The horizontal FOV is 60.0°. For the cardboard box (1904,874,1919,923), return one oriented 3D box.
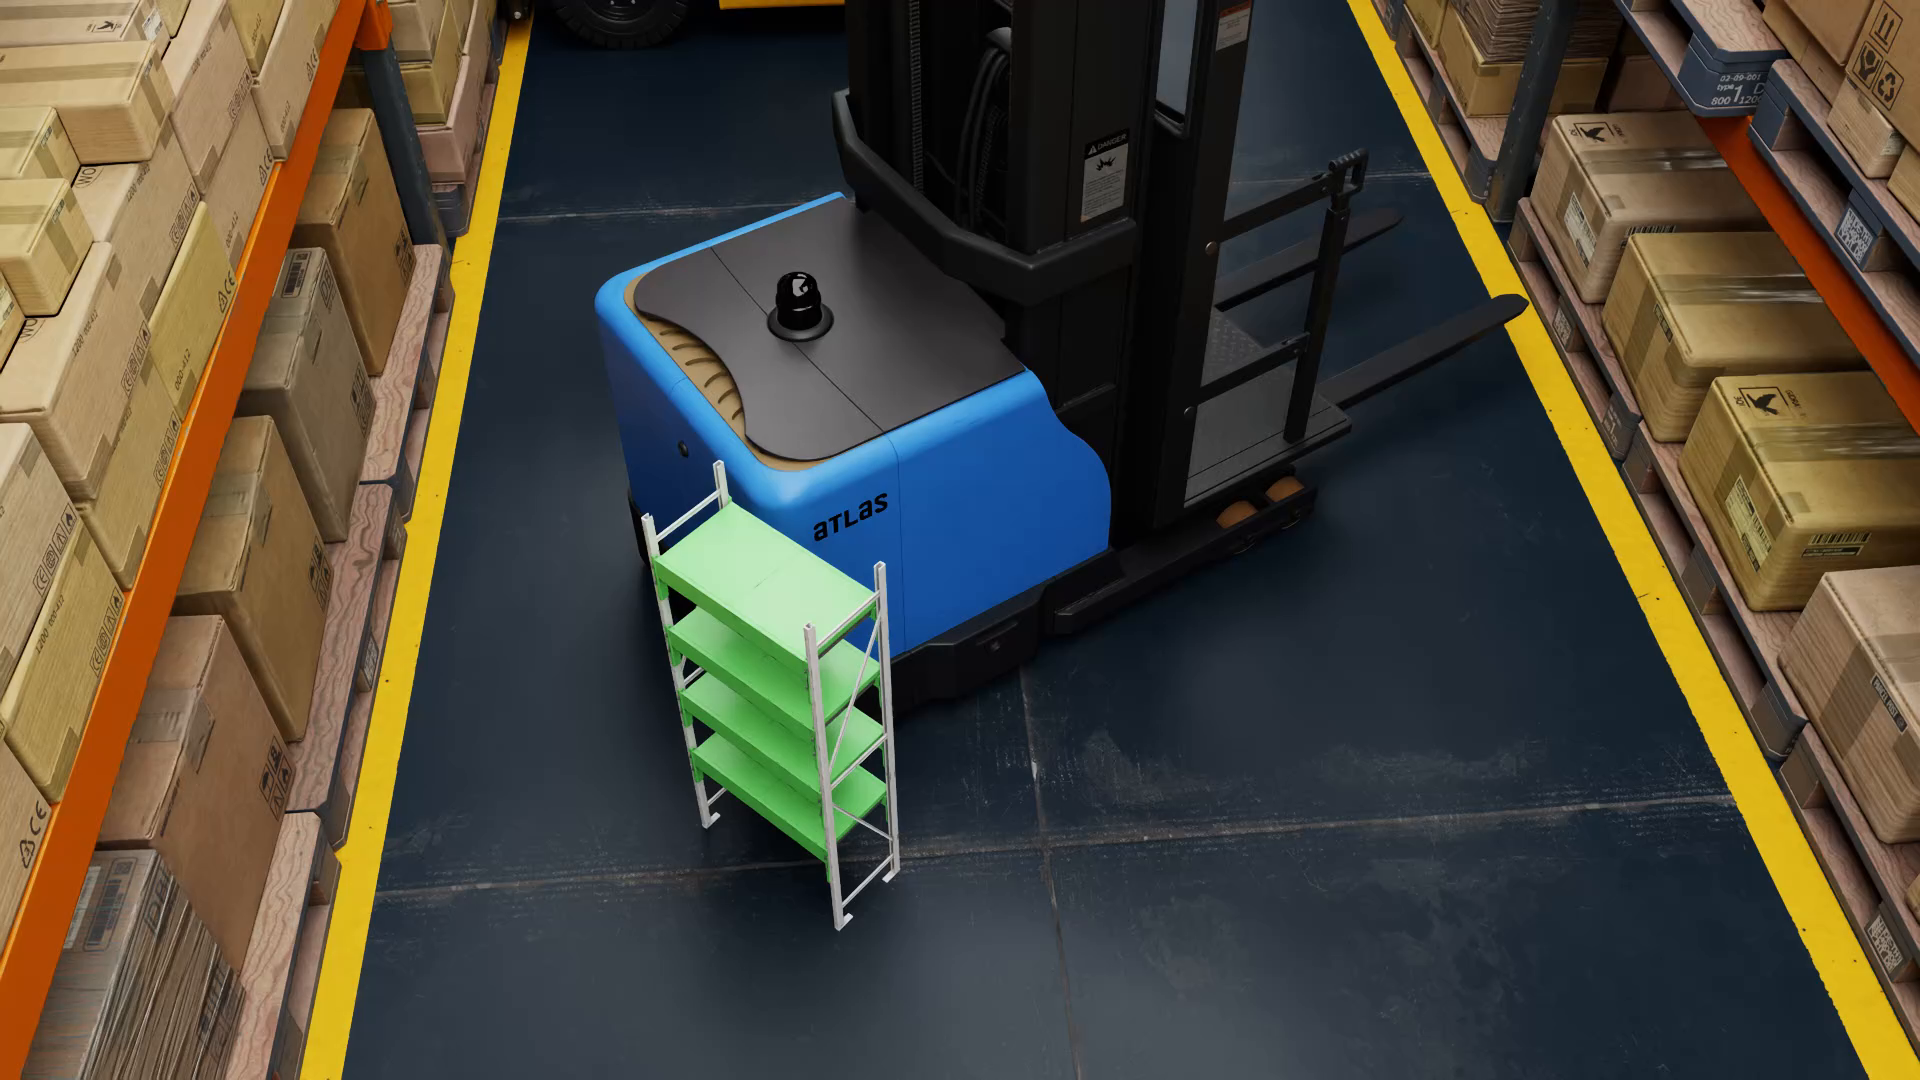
[{"bbox_3d":[2.842,0.926,3.828,0.950,0.372,0.625,-6,47,-6],"label":"cardboard box"}]

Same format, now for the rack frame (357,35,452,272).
[{"bbox_3d":[-2.402,-2.013,5.091,1.000,3.000,0.127,-3,47,-3],"label":"rack frame"}]

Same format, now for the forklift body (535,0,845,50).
[{"bbox_3d":[-0.760,-3.354,6.946,2.313,2.155,1.214,-3,47,-3],"label":"forklift body"}]

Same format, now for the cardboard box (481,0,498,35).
[{"bbox_3d":[-2.229,-2.320,6.985,0.500,0.250,0.500,-3,47,-3],"label":"cardboard box"}]

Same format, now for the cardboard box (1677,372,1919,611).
[{"bbox_3d":[2.714,-0.156,4.853,0.950,0.372,0.625,-2,47,-2],"label":"cardboard box"}]

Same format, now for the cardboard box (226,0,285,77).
[{"bbox_3d":[-2.056,-1.422,4.290,0.500,0.250,0.500,-5,47,-4],"label":"cardboard box"}]

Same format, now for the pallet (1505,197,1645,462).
[{"bbox_3d":[2.611,-0.796,5.858,1.003,0.211,1.213,-3,47,-3],"label":"pallet"}]

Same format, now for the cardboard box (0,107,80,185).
[{"bbox_3d":[-2.037,-0.741,3.370,0.380,0.149,0.250,-3,47,-3],"label":"cardboard box"}]

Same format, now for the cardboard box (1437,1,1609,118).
[{"bbox_3d":[2.227,-1.928,6.615,0.500,0.250,0.500,-2,47,-1],"label":"cardboard box"}]

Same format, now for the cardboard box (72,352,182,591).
[{"bbox_3d":[-1.948,-0.140,3.420,0.500,0.250,0.500,-5,47,-5],"label":"cardboard box"}]

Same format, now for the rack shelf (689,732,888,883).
[{"bbox_3d":[-0.429,0.623,4.252,0.480,0.148,0.258,31,54,26],"label":"rack shelf"}]

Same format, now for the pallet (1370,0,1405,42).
[{"bbox_3d":[2.348,-2.727,7.688,1.003,0.211,1.213,-3,47,-3],"label":"pallet"}]

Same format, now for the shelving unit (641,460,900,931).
[{"bbox_3d":[-0.429,0.414,4.031,0.503,1.200,0.258,31,54,26],"label":"shelving unit"}]

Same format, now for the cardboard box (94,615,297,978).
[{"bbox_3d":[-2.168,0.628,3.935,0.875,0.625,0.625,-2,47,-2],"label":"cardboard box"}]

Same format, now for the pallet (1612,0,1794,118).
[{"bbox_3d":[2.463,-1.690,4.917,1.003,0.211,1.213,-3,47,-3],"label":"pallet"}]

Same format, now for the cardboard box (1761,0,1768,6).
[{"bbox_3d":[2.388,-1.575,4.560,0.380,0.149,0.250,-1,47,-1],"label":"cardboard box"}]

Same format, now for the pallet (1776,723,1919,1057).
[{"bbox_3d":[2.815,0.970,4.186,1.003,0.211,1.213,-3,47,-3],"label":"pallet"}]

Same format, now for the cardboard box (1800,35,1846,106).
[{"bbox_3d":[2.386,-1.207,4.211,0.380,0.149,0.250,-3,47,-3],"label":"cardboard box"}]

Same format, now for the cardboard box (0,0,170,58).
[{"bbox_3d":[-2.015,-1.114,3.724,0.380,0.149,0.250,-3,47,-3],"label":"cardboard box"}]

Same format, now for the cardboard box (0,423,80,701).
[{"bbox_3d":[-1.901,0.062,2.884,0.500,0.250,0.500,-2,47,-2],"label":"cardboard box"}]

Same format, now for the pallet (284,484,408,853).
[{"bbox_3d":[-2.196,0.361,4.763,1.003,0.211,1.213,-3,47,-3],"label":"pallet"}]

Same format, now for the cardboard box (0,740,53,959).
[{"bbox_3d":[-1.860,0.596,2.723,0.500,0.250,0.500,-3,47,-3],"label":"cardboard box"}]

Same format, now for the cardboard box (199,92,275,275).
[{"bbox_3d":[-2.040,-0.889,4.129,0.500,0.250,0.500,-3,47,-3],"label":"cardboard box"}]

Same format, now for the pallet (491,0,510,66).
[{"bbox_3d":[-2.532,-2.517,7.489,1.003,0.211,1.213,-3,47,-3],"label":"pallet"}]

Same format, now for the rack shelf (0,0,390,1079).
[{"bbox_3d":[-2.234,-0.319,3.982,1.077,0.370,4.000,-3,47,-3],"label":"rack shelf"}]

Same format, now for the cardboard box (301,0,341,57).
[{"bbox_3d":[-2.099,-1.613,4.815,0.500,0.250,0.500,-3,47,-2],"label":"cardboard box"}]

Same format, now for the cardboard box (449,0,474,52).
[{"bbox_3d":[-2.179,-2.117,6.449,0.500,0.250,0.500,-4,47,-4],"label":"cardboard box"}]

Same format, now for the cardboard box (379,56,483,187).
[{"bbox_3d":[-2.112,-1.582,6.287,0.500,0.250,0.500,-3,47,-3],"label":"cardboard box"}]

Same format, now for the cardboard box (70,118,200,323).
[{"bbox_3d":[-1.995,-0.686,3.592,0.500,0.250,0.500,-3,47,-3],"label":"cardboard box"}]

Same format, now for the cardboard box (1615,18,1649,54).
[{"bbox_3d":[2.764,-2.218,6.373,0.500,0.500,0.500,-1,47,-1],"label":"cardboard box"}]

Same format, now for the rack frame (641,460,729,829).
[{"bbox_3d":[-0.617,0.301,4.139,0.015,1.200,0.240,31,54,26],"label":"rack frame"}]

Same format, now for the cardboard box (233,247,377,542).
[{"bbox_3d":[-2.289,-0.402,4.912,0.875,0.625,0.625,-4,47,-4],"label":"cardboard box"}]

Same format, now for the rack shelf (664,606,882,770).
[{"bbox_3d":[-0.429,0.293,3.903,0.480,0.148,0.258,31,54,26],"label":"rack shelf"}]

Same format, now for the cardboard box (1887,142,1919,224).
[{"bbox_3d":[2.409,-0.821,3.845,0.380,0.149,0.250,-5,47,-5],"label":"cardboard box"}]

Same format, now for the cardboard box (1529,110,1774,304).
[{"bbox_3d":[2.591,-1.179,5.822,0.950,0.372,0.625,-3,47,-3],"label":"cardboard box"}]

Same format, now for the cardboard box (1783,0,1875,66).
[{"bbox_3d":[2.368,-1.521,4.062,0.500,0.500,0.500,-4,47,-4],"label":"cardboard box"}]

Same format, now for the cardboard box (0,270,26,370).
[{"bbox_3d":[-1.956,-0.371,3.020,0.380,0.149,0.250,-3,47,-3],"label":"cardboard box"}]

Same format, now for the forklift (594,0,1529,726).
[{"bbox_3d":[0.518,-1.260,4.425,3.031,2.935,1.130,-26,52,-23],"label":"forklift"}]
